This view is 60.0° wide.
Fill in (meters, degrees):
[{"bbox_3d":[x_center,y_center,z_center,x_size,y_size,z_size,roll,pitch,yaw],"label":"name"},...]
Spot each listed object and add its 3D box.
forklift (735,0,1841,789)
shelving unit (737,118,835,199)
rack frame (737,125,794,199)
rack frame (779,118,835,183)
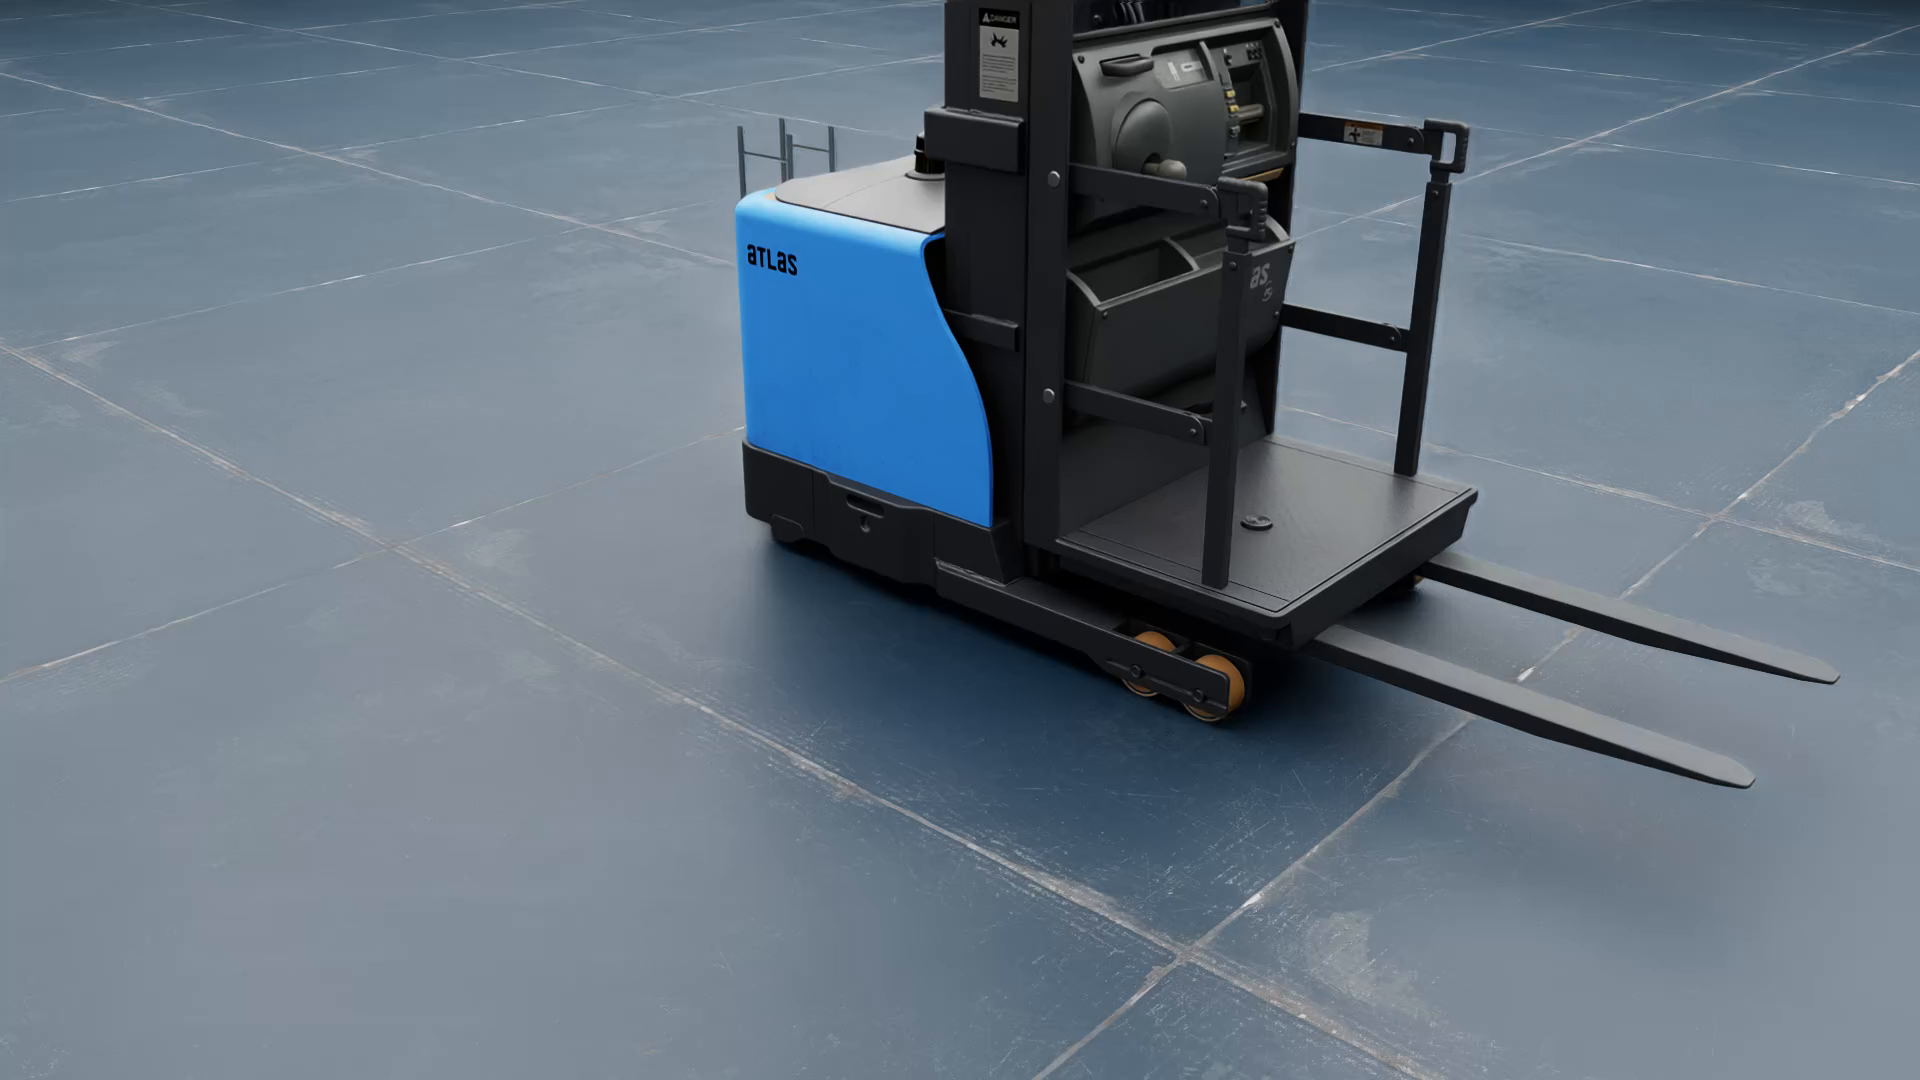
[{"bbox_3d":[0.758,-1.120,4.165,3.031,2.935,1.130,20,31,37],"label":"forklift"},{"bbox_3d":[-0.547,-0.750,5.457,0.258,1.200,0.189,19,30,36],"label":"shelving unit"},{"bbox_3d":[-0.606,-0.722,5.393,0.240,1.200,0.006,19,30,36],"label":"rack frame"},{"bbox_3d":[-0.488,-0.779,5.521,0.240,1.200,0.006,19,30,36],"label":"rack frame"}]
